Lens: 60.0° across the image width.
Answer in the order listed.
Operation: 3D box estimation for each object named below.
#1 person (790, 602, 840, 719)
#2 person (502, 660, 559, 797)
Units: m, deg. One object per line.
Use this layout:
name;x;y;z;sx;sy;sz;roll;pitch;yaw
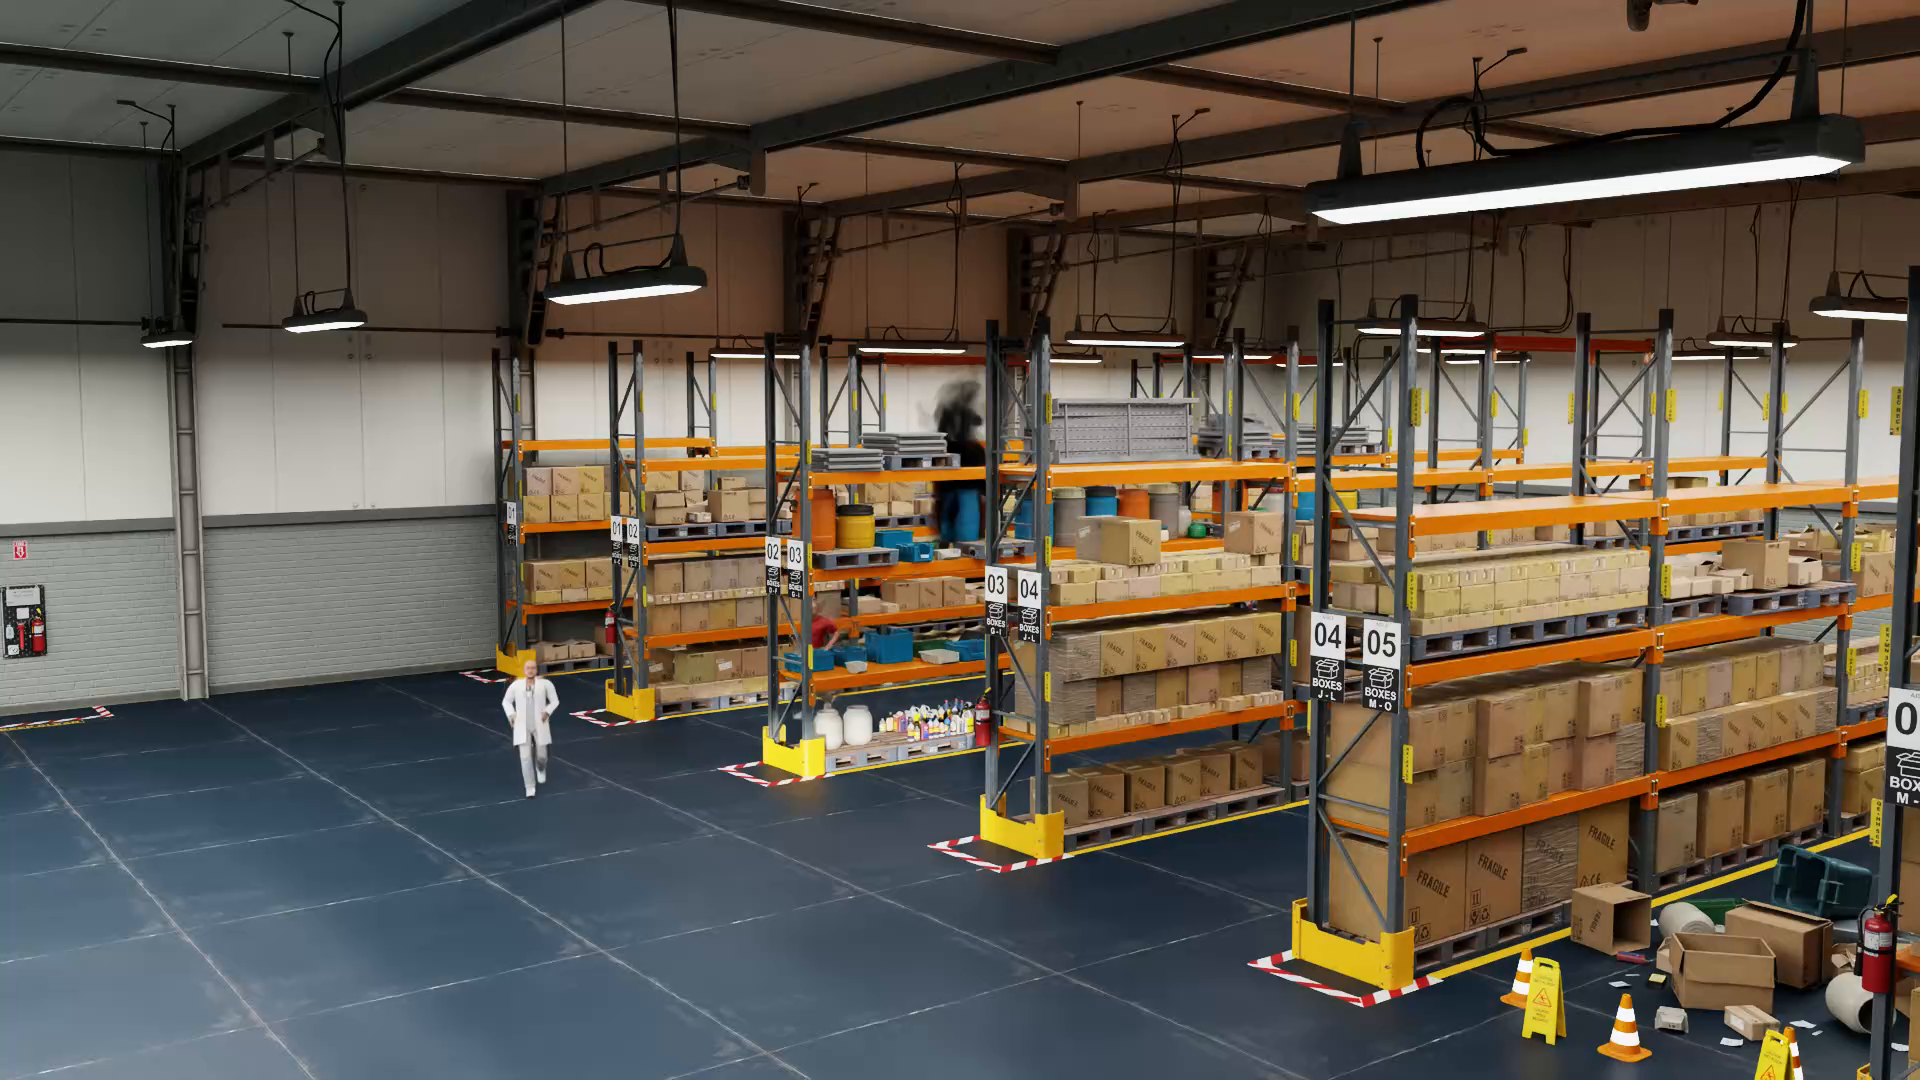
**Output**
person;-2.210;1.811;25.184;0.664;1.753;0.882;5;7;44
person;-5.551;2.412;21.507;0.712;1.730;0.753;-1;5;-12
